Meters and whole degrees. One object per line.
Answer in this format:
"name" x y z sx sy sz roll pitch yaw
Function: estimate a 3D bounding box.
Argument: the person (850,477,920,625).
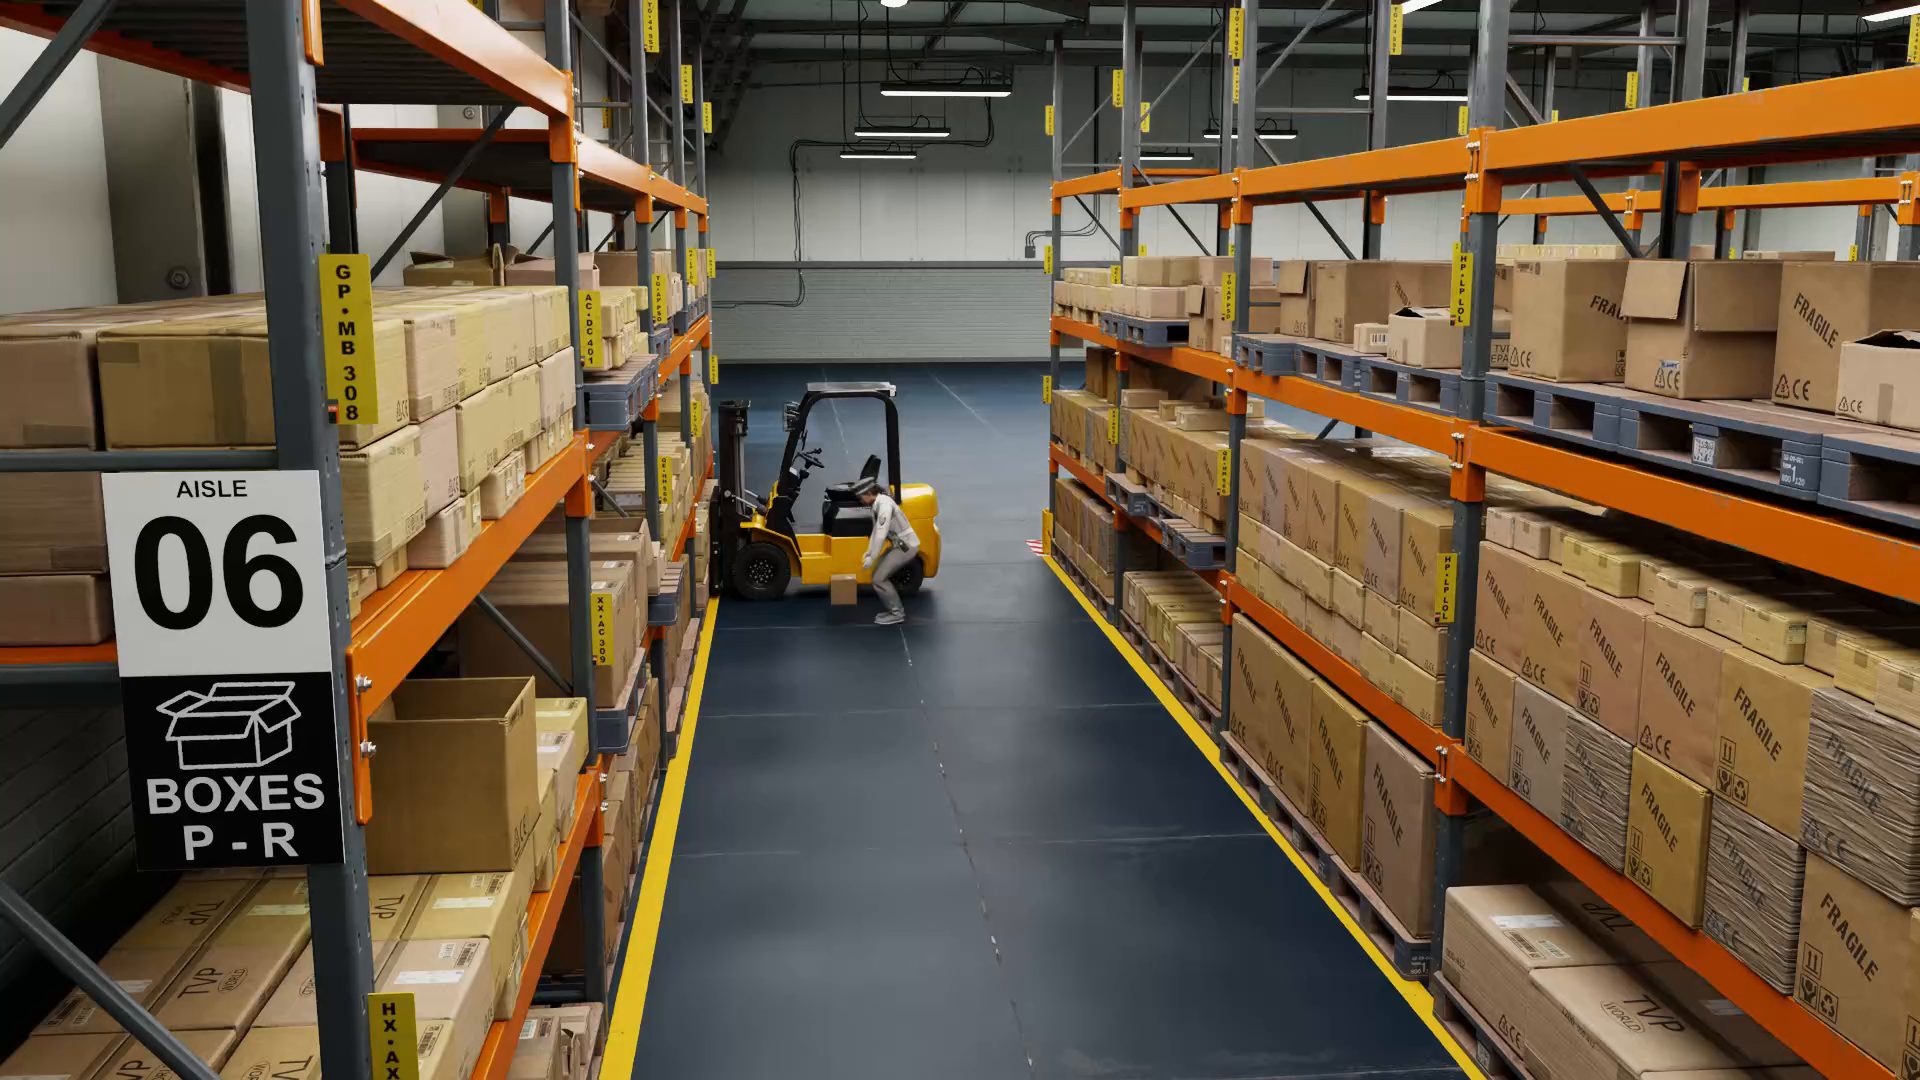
"person" -0.719 0.098 16.051 0.673 1.430 0.534 -1 10 -6
